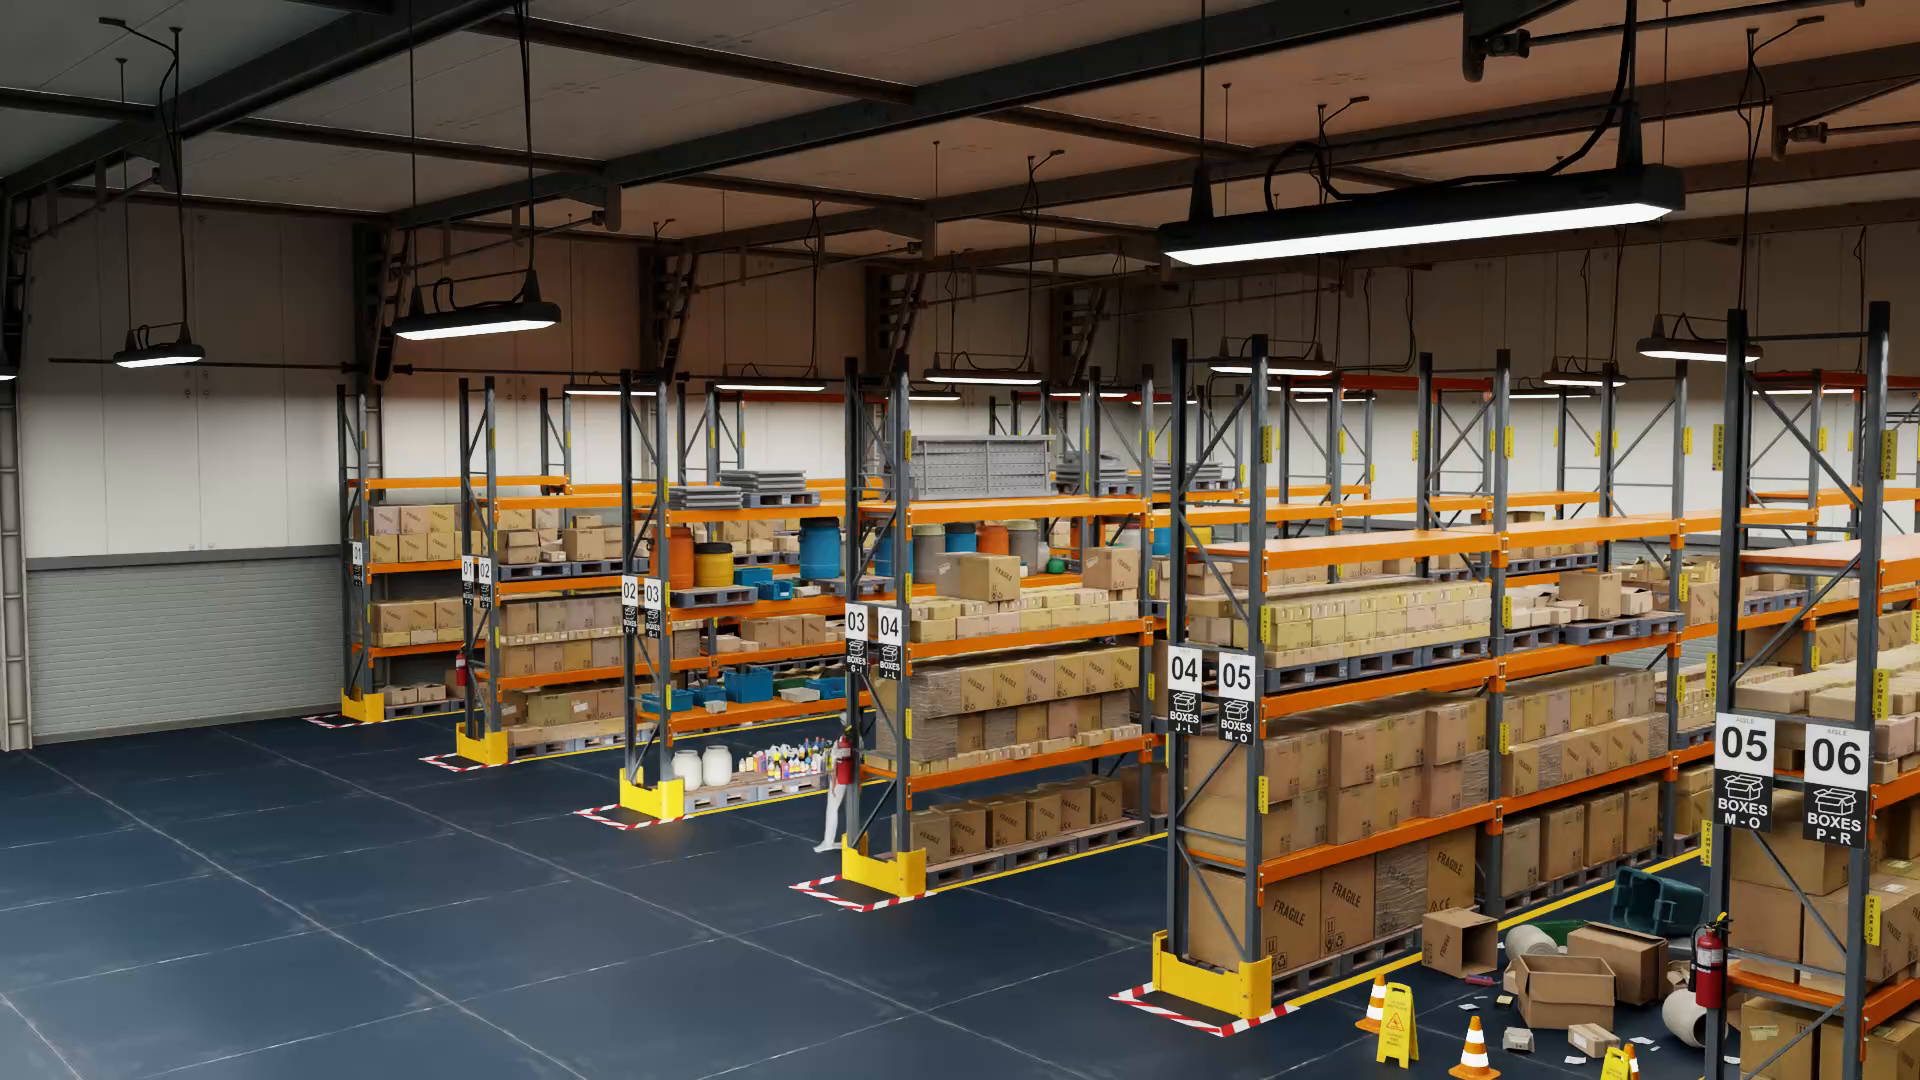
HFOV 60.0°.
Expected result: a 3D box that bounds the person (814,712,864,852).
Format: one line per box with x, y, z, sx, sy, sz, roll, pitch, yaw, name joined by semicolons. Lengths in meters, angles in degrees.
-1.480;2.981;20.486;0.411;1.693;0.586;4;5;44;person
